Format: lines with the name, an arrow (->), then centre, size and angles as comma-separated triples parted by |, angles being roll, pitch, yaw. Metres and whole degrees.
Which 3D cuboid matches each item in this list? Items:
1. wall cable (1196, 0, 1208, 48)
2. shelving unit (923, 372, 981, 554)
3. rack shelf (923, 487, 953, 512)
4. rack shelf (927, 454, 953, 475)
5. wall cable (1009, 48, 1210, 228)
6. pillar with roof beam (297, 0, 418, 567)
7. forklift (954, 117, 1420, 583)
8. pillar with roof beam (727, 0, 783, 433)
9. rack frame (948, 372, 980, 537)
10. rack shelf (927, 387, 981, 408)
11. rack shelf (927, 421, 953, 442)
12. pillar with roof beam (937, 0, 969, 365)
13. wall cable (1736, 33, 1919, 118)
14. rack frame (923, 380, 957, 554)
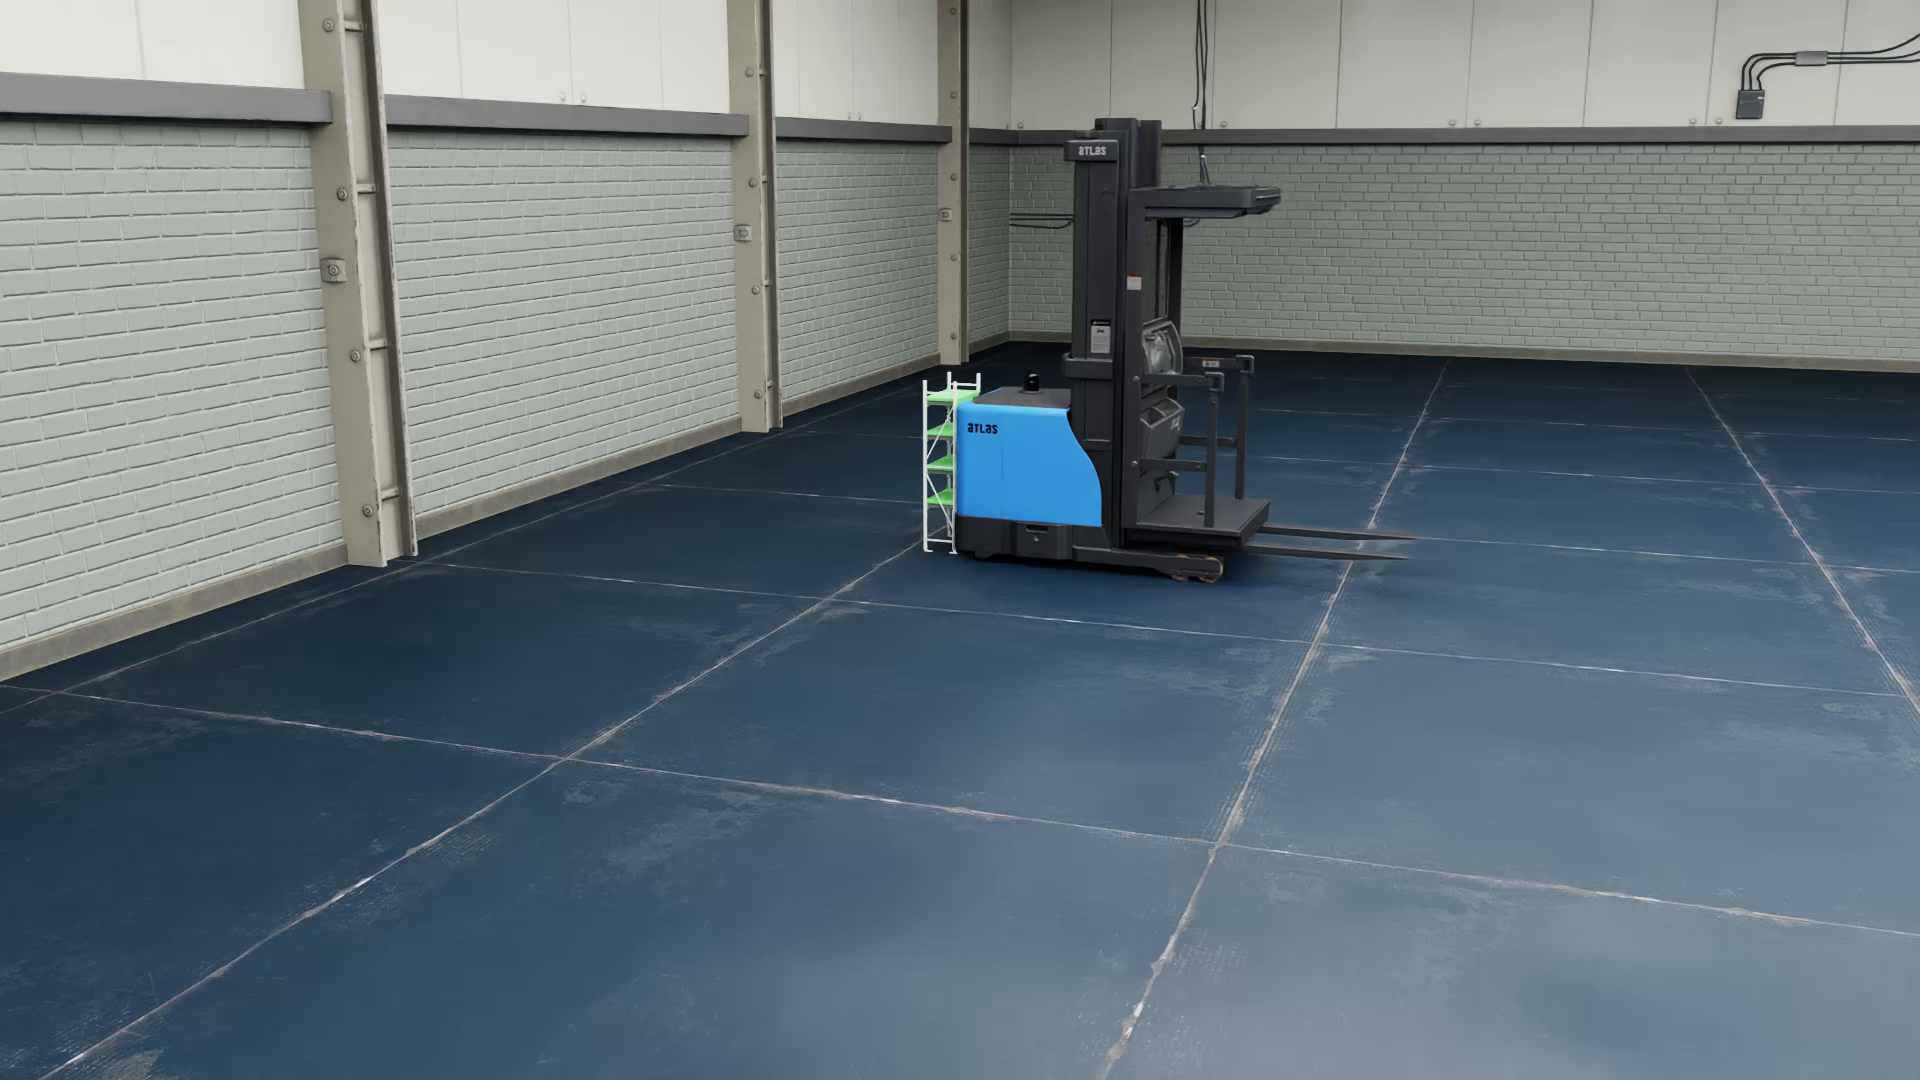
wall cable -> 4.677, -8.062, 22.717 | 3.097, 2.526, 0.112 | 4, 14, 18
shelving unit -> -0.055, -0.551, 11.703 | 0.258, 1.200, 0.503 | 5, 14, 19
rack shelf -> -0.056, -0.254, 11.770 | 0.258, 0.148, 0.480 | 5, 14, 19
rack shelf -> -0.056, -0.488, 11.717 | 0.258, 0.148, 0.480 | 5, 14, 19
wall cable -> 2.117, -5.795, 24.133 | 3.097, 2.526, 0.112 | 4, 14, 18
pillar with roof beam -> 0.103, -3.947, 9.059 | 9.100, 9.000, 0.400 | 4, 14, 18
forklift -> 1.533, -1.285, 11.030 | 3.031, 2.935, 1.130 | 5, 14, 20
pillar with roof beam -> 2.045, -5.211, 14.594 | 9.100, 9.000, 0.400 | 4, 14, 18
rack frame -> 0.027, -0.602, 11.927 | 0.240, 1.200, 0.015 | 5, 14, 19
rack shelf -> -0.055, -0.956, 11.610 | 0.258, 0.148, 0.480 | 5, 14, 19
rack shelf -> -0.055, -0.722, 11.663 | 0.258, 0.148, 0.480 | 5, 14, 19
pillar with roof beam -> 3.986, -6.474, 20.129 | 9.100, 9.000, 0.400 | 4, 14, 18
wall cable -> 11.095, -8.280, 20.400 | 2.305, 6.003, 0.169 | 4, 14, 18
rack frame -> -0.138, -0.499, 11.479 | 0.240, 1.200, 0.015 | 5, 14, 19
